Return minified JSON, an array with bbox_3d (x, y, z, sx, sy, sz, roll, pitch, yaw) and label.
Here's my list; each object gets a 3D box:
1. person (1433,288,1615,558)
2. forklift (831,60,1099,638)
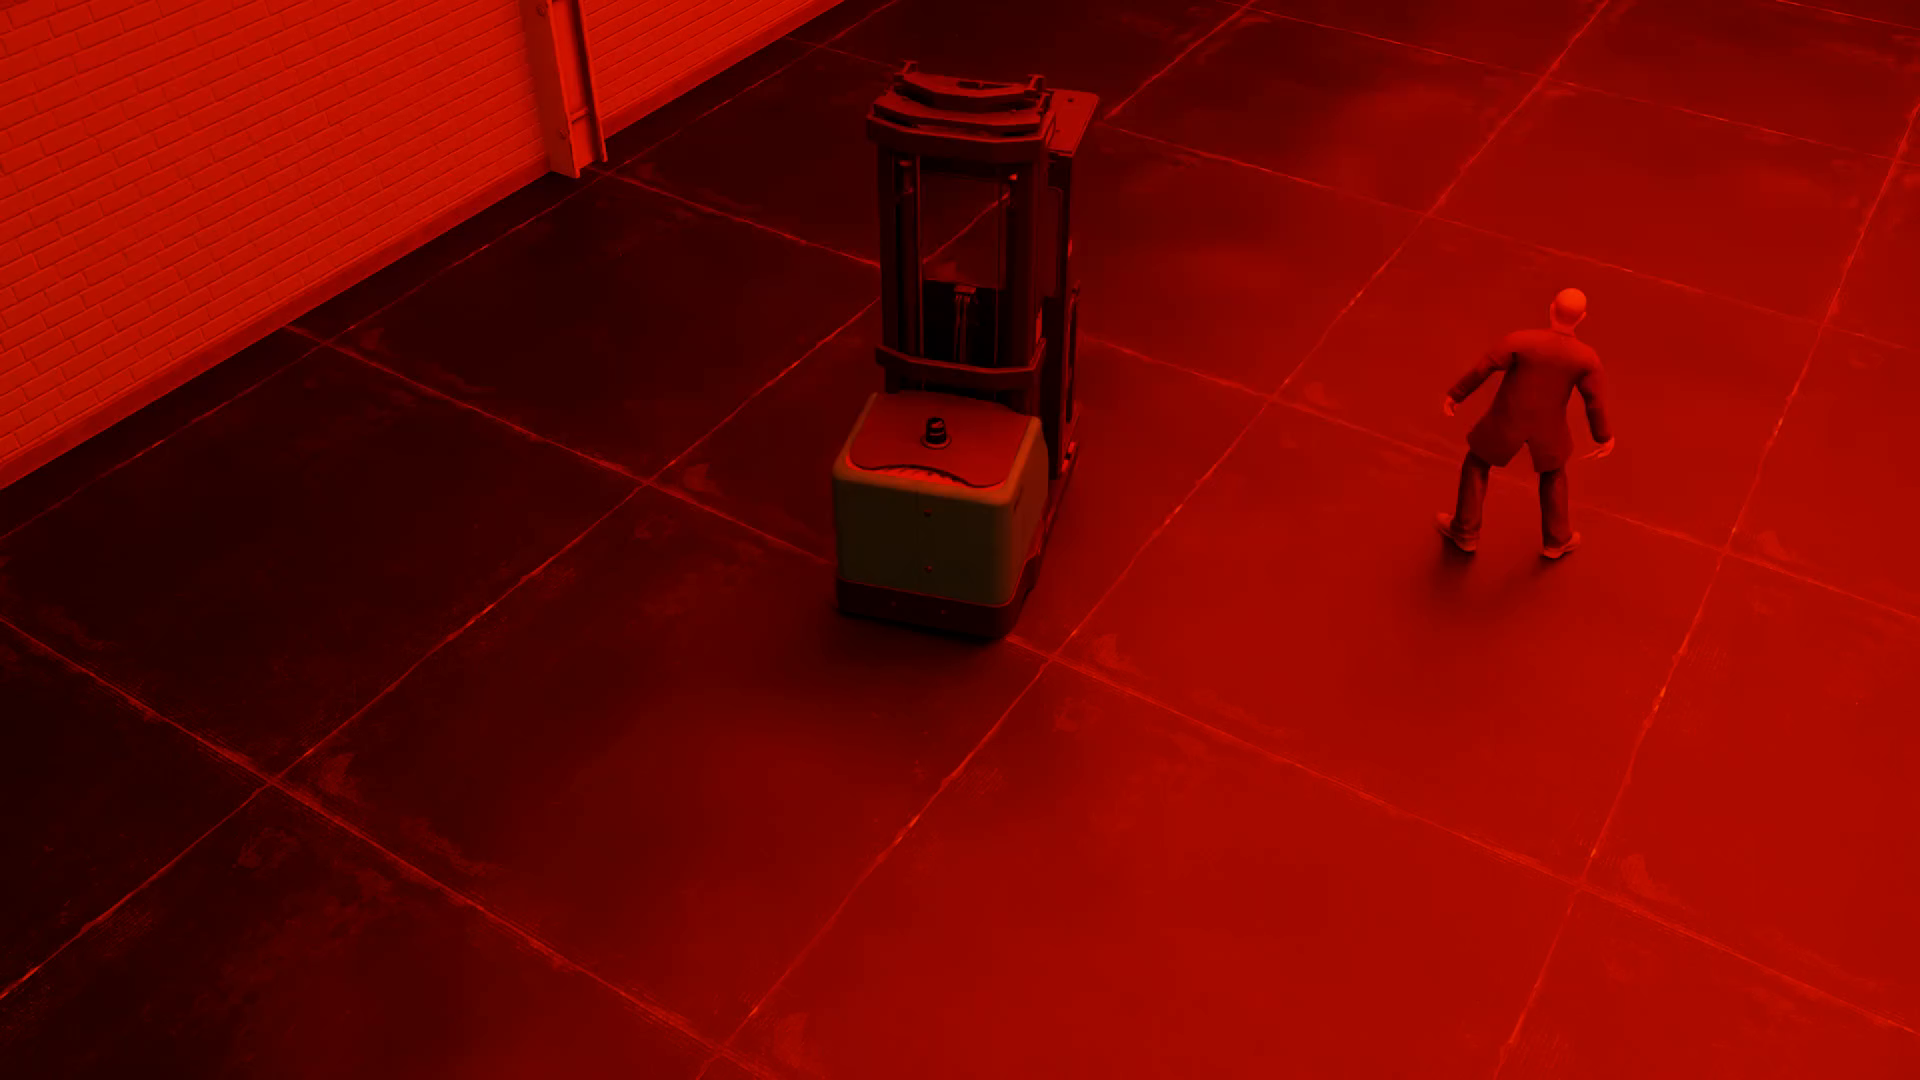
[{"bbox_3d":[3.329,-0.667,9.719,0.992,1.739,0.412,7,41,8],"label":"person"},{"bbox_3d":[0.148,-1.523,9.764,1.130,2.935,3.031,10,41,11],"label":"forklift"}]
